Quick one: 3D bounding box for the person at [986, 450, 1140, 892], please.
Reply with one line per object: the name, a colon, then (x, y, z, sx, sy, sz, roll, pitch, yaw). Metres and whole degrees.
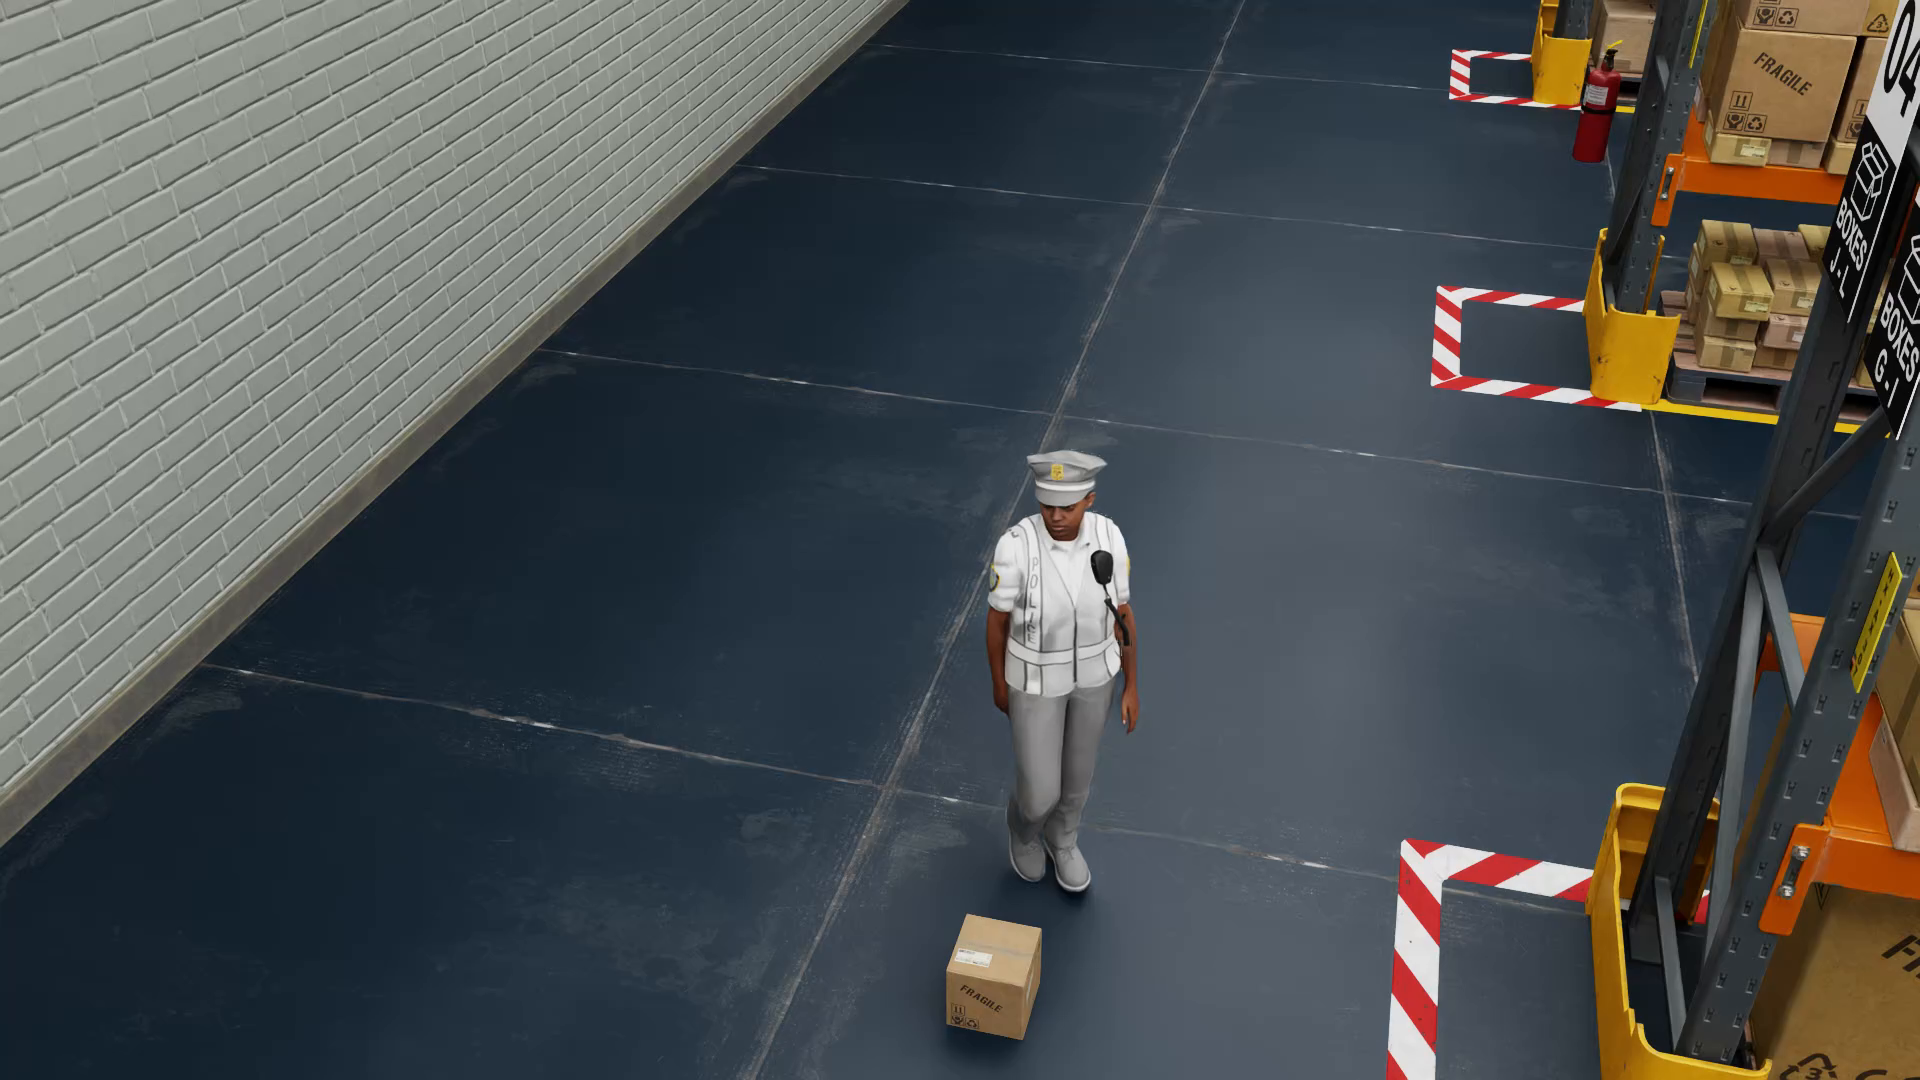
person: (0.340, 0.475, 5.371, 0.466, 1.703, 0.435, -10, 34, -15)
